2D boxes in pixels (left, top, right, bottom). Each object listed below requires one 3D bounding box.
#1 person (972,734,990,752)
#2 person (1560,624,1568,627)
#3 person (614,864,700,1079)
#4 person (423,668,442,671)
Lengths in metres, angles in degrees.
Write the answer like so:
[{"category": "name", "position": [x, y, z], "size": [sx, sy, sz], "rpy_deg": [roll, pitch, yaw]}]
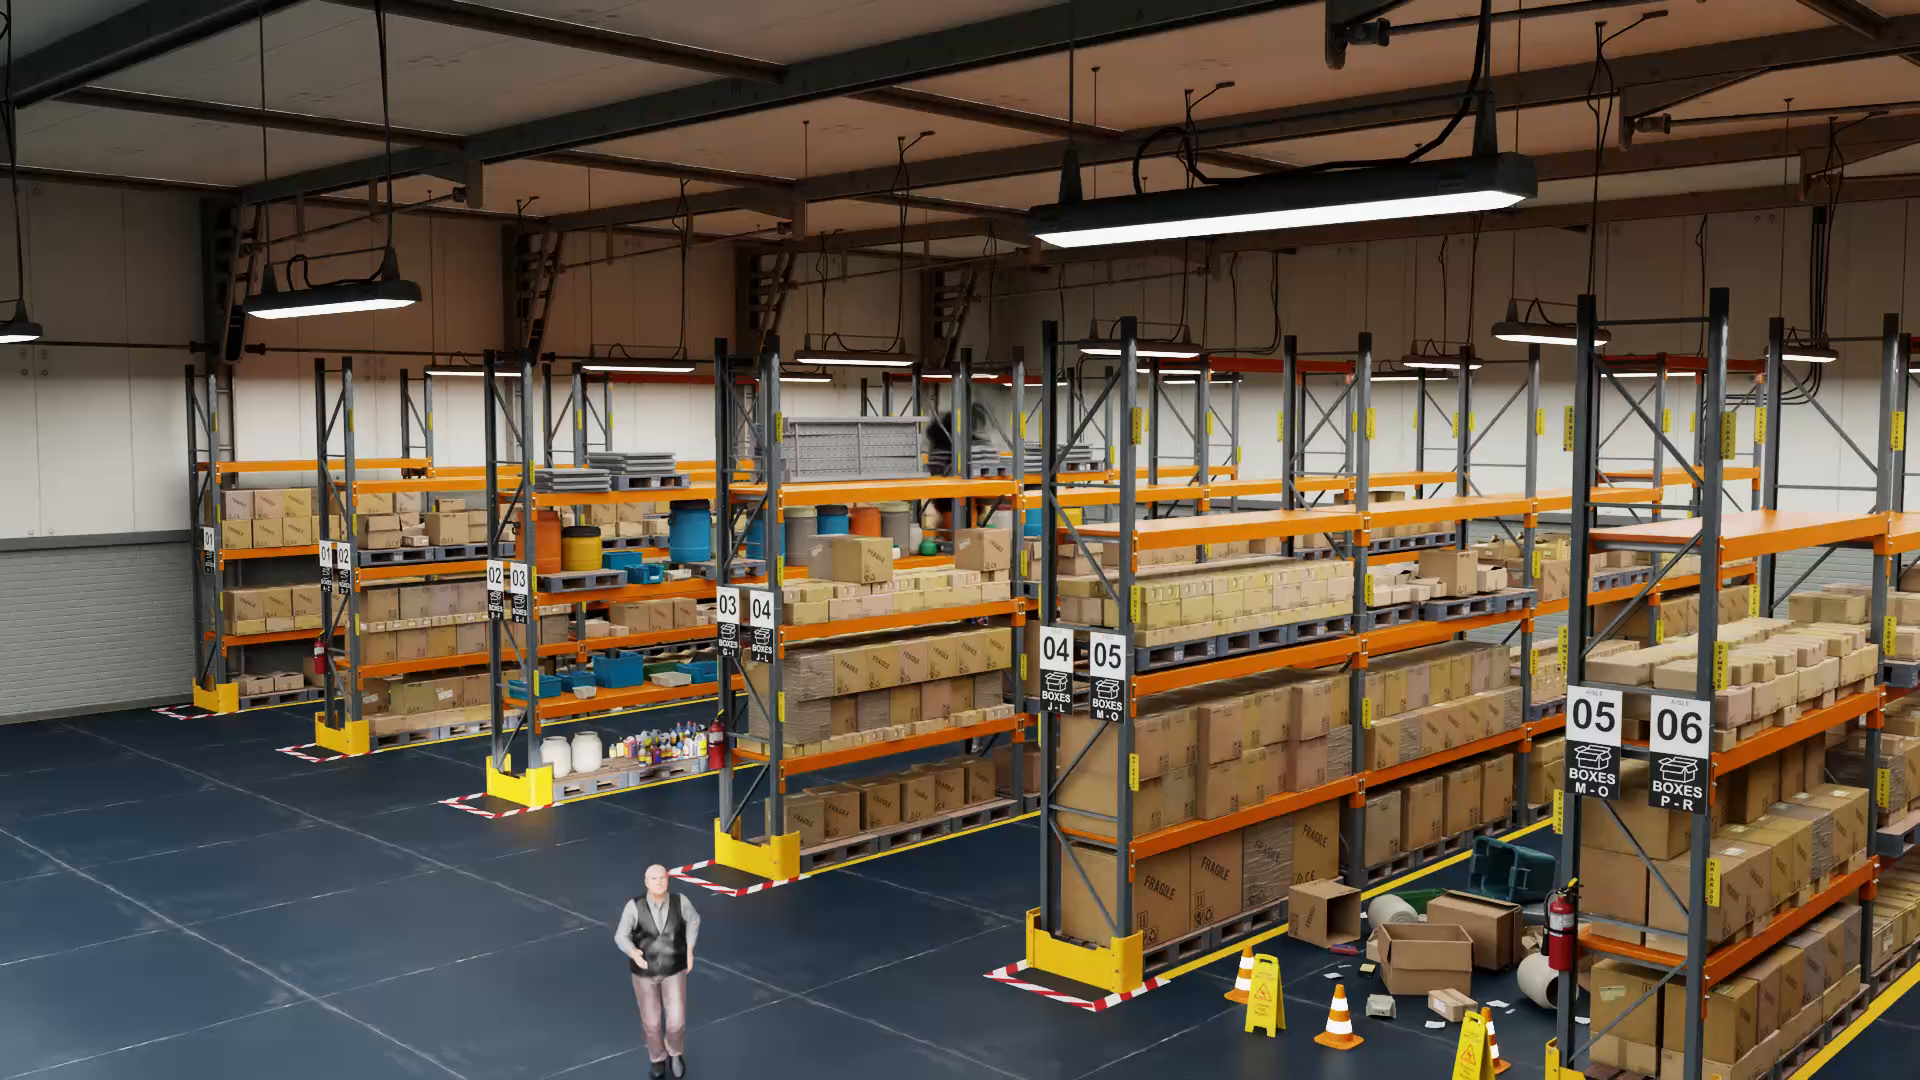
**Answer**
[{"category": "person", "position": [0.252, 2.458, 25.330], "size": [0.555, 1.562, 0.612], "rpy_deg": [4, 6, 42]}, {"category": "person", "position": [9.675, 2.246, 26.698], "size": [0.789, 1.815, 0.711], "rpy_deg": [-4, 6, -43]}, {"category": "person", "position": [-2.311, 3.337, 12.765], "size": [0.662, 1.690, 0.639], "rpy_deg": [-1, 4, -11]}, {"category": "person", "position": [-9.011, 2.164, 28.565], "size": [0.561, 1.658, 0.681], "rpy_deg": [2, 5, 26]}]
